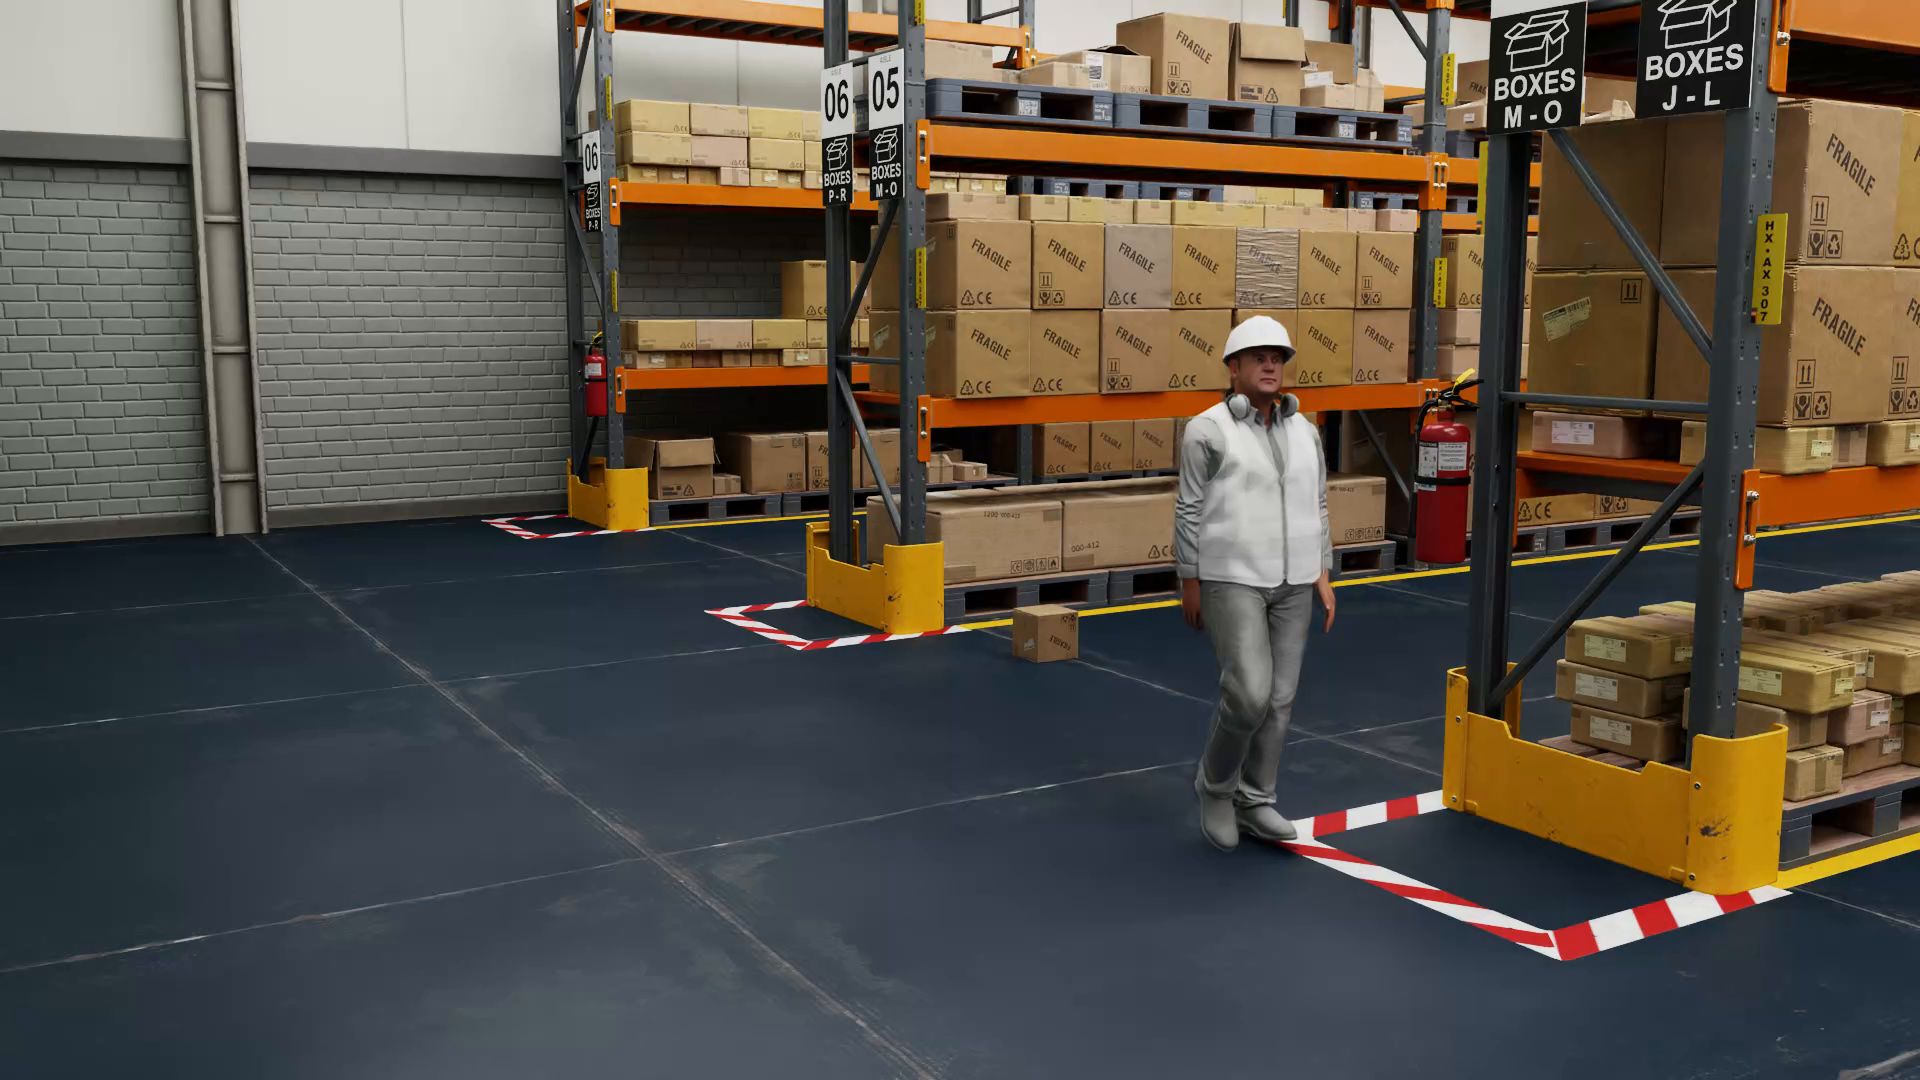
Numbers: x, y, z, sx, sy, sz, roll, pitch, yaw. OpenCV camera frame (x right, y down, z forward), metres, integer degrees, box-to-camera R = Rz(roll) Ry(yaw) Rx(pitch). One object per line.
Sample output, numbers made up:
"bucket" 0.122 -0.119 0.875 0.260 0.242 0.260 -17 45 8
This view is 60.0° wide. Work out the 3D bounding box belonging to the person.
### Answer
"person" 1.014 0.157 5.544 0.536 1.797 0.454 -3 9 -22
